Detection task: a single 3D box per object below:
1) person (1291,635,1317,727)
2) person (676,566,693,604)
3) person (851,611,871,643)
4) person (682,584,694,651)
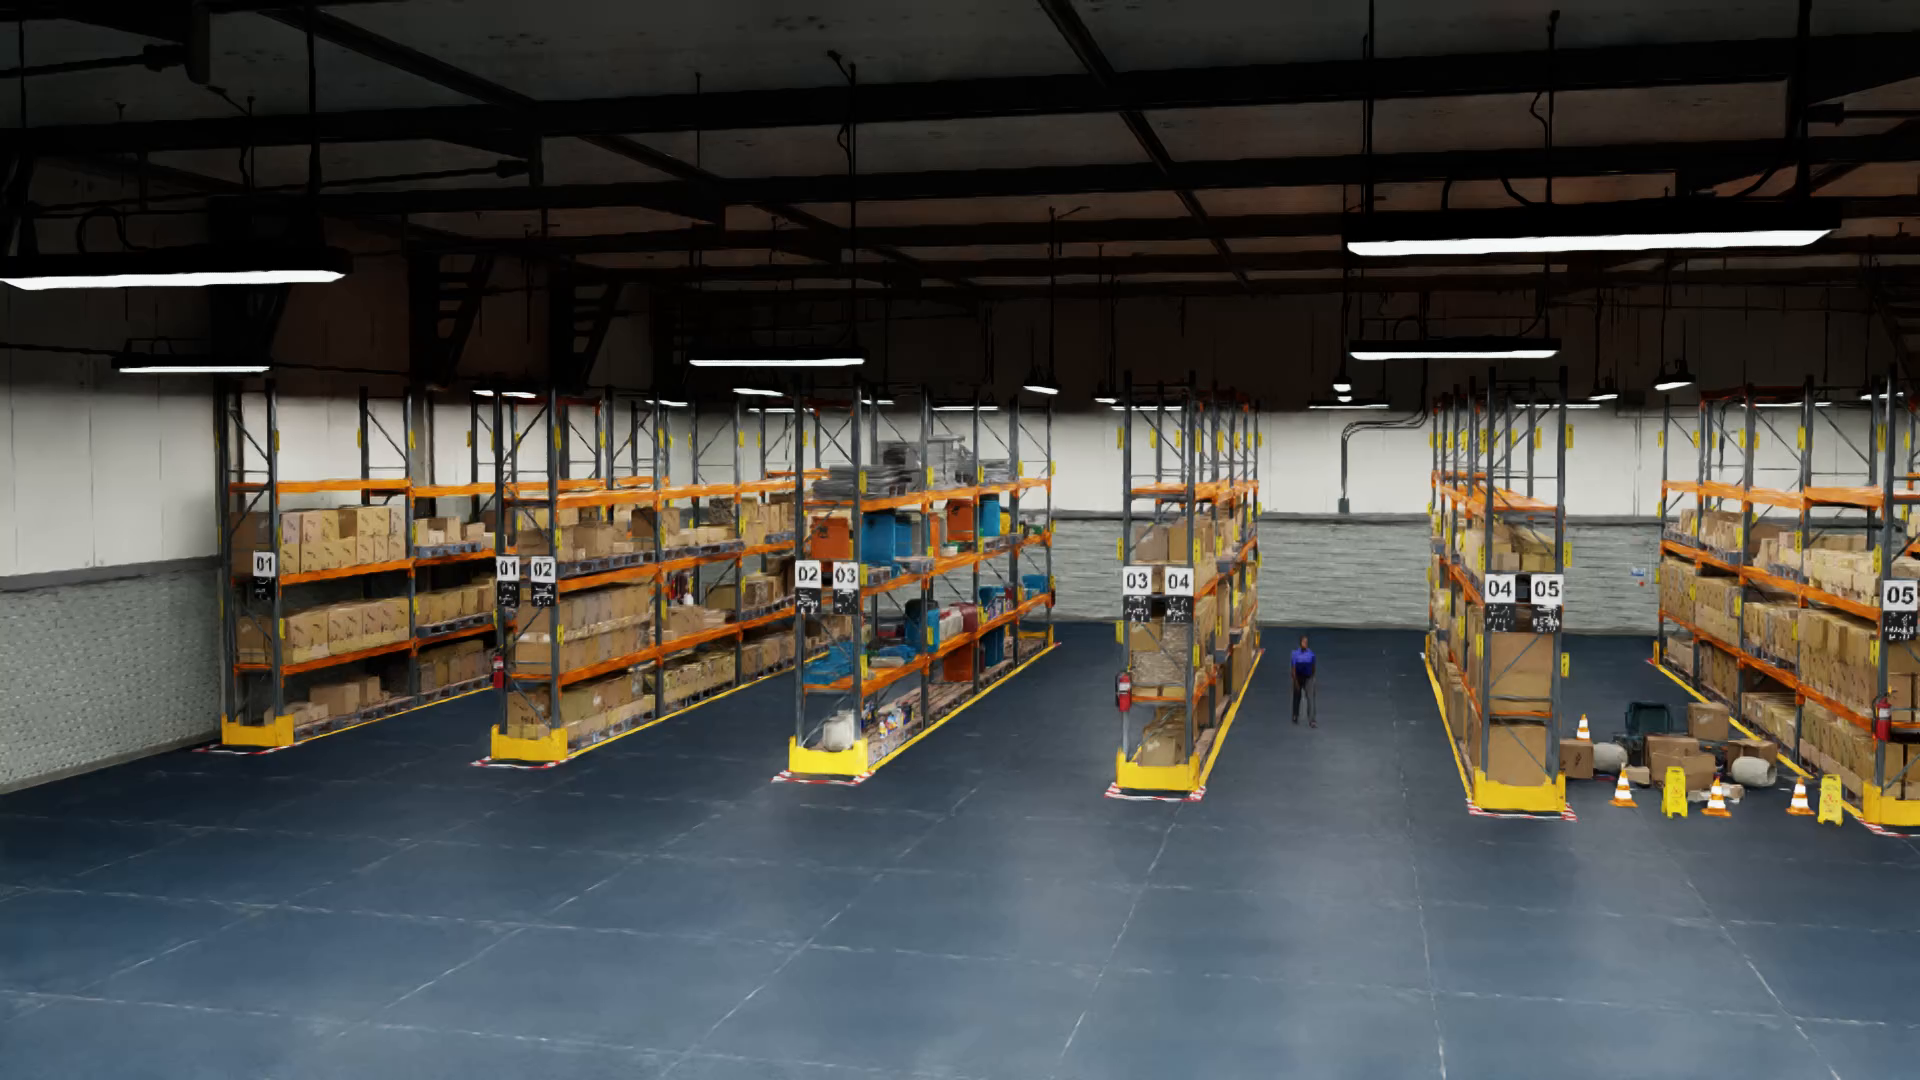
[{"bbox_3d":[5.994,2.447,29.084,0.443,1.587,0.987,0,3,5],"label":"person"},{"bbox_3d":[-7.304,1.425,44.618,0.782,1.770,0.614,-3,4,-36],"label":"person"},{"bbox_3d":[-1.969,2.200,33.185,0.448,1.590,1.110,1,4,15],"label":"person"},{"bbox_3d":[-5.987,1.867,37.131,0.506,1.783,0.632,-1,4,-17],"label":"person"}]
